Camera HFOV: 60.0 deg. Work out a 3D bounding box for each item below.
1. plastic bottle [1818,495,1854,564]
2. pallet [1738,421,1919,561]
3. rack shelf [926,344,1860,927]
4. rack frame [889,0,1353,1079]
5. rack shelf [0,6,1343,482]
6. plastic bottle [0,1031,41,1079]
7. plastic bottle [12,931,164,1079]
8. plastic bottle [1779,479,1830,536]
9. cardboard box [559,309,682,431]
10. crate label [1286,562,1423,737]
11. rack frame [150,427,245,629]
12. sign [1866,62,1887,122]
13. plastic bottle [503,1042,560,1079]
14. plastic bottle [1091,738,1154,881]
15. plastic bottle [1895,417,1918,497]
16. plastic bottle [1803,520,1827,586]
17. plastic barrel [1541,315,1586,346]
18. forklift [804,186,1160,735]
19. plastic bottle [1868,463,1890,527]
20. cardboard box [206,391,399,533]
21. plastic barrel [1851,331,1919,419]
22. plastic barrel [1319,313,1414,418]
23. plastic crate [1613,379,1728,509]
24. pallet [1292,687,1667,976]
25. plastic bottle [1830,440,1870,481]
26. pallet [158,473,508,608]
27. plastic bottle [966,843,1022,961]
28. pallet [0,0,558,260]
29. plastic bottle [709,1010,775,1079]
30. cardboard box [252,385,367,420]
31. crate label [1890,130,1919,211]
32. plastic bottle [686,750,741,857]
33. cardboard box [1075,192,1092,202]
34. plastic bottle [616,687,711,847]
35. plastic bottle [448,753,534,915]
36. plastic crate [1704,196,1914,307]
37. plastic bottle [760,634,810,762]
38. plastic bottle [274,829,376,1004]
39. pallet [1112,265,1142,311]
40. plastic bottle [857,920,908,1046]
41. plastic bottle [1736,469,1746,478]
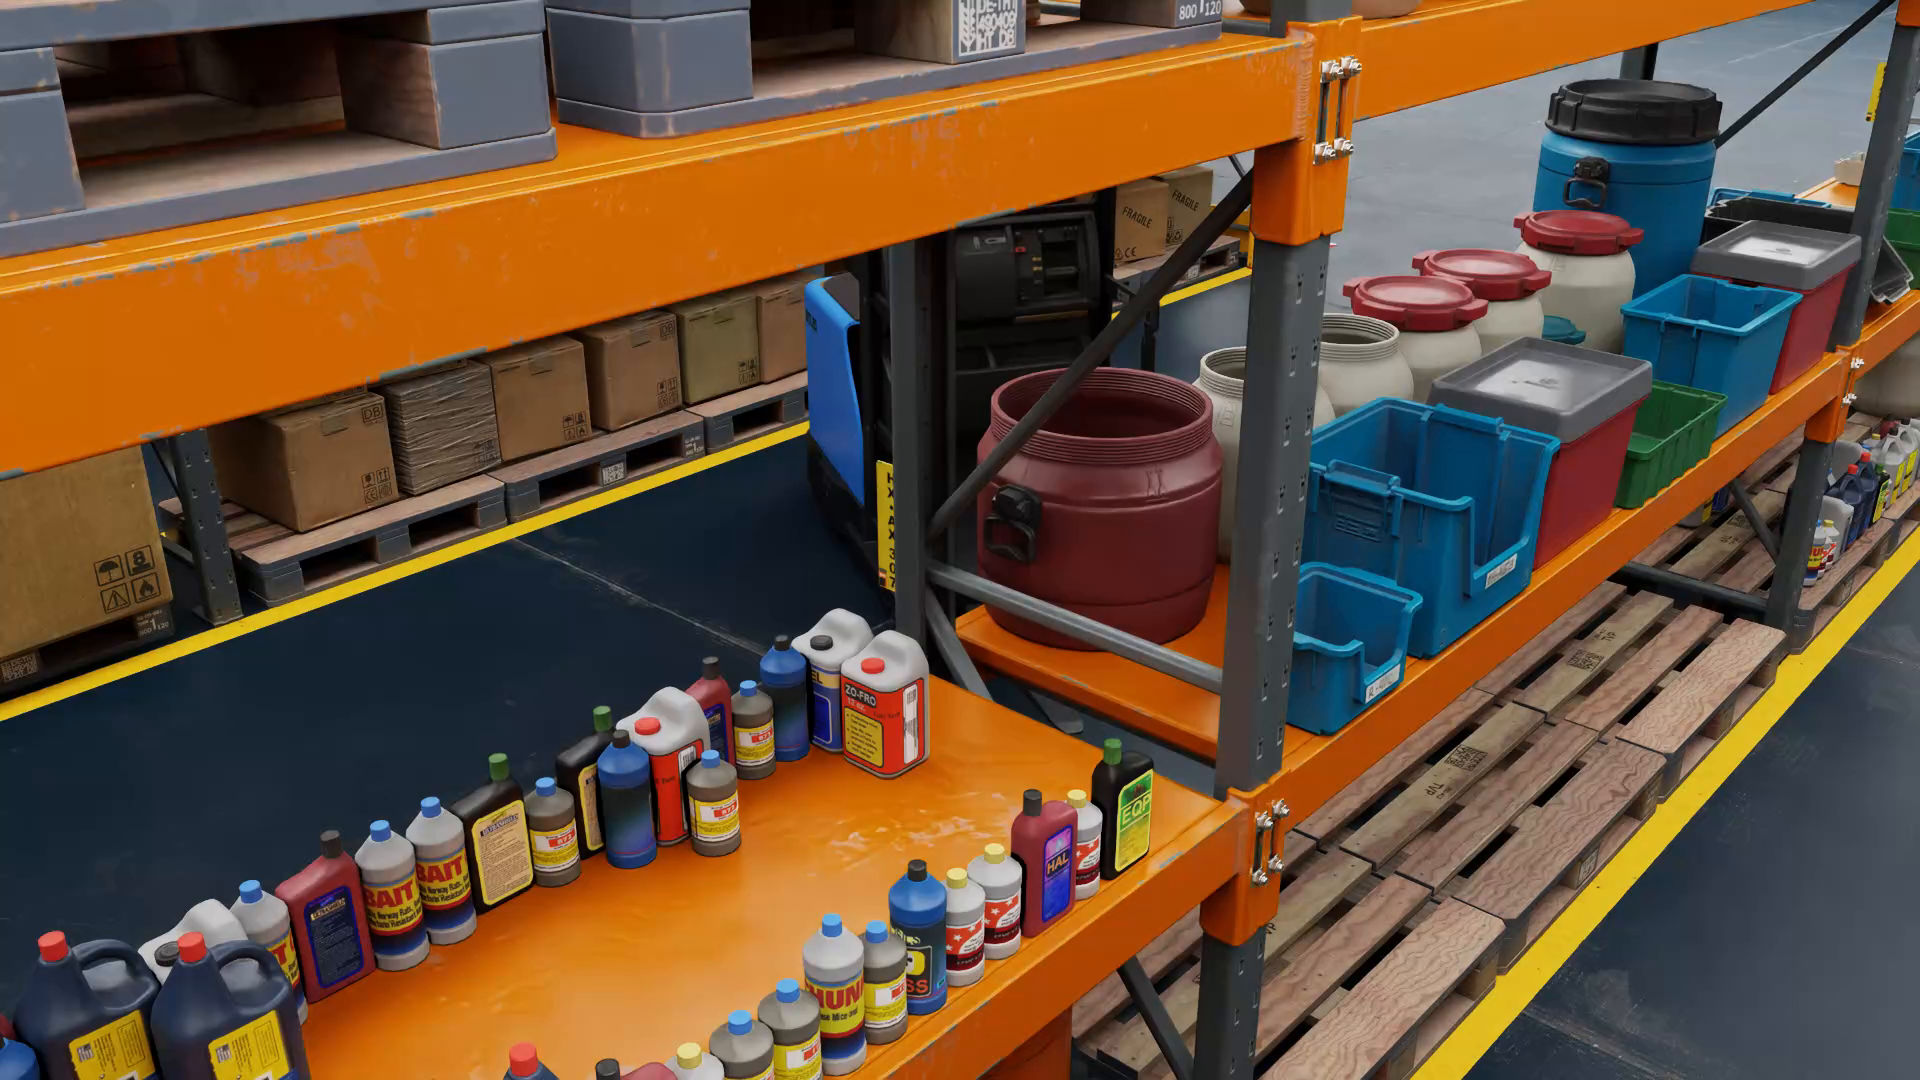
[{"bbox_3d":[3.661,-0.063,7.016,0.152,0.276,0.135,22,32,39],"label":"plastic bottle"},{"bbox_3d":[4.220,-0.316,8.197,1.003,0.211,1.213,20,31,38],"label":"pallet"},{"bbox_3d":[1.592,-0.084,5.151,1.077,0.370,4.000,20,31,38],"label":"rack shelf"},{"bbox_3d":[0.257,0.197,3.644,1.000,3.000,0.127,20,31,38],"label":"rack frame"},{"bbox_3d":[-1.078,-0.234,1.819,1.077,0.370,4.000,20,31,38],"label":"rack shelf"},{"bbox_3d":[-1.374,0.823,2.406,0.097,0.271,0.097,0,24,0],"label":"plastic bottle"},{"bbox_3d":[-1.308,0.733,2.509,0.144,0.351,0.185,20,31,38],"label":"plastic bottle"},{"bbox_3d":[3.667,-0.186,7.198,0.144,0.351,0.185,20,31,38],"label":"plastic bottle"},{"bbox_3d":[-1.893,-0.942,8.703,0.700,0.500,0.500,17,29,33],"label":"cardboard box"},{"bbox_3d":[0.817,0.247,3.737,0.303,0.233,0.416,20,31,38],"label":"crate label"},{"bbox_3d":[-3.432,-1.155,6.661,1.000,3.000,0.127,20,31,38],"label":"rack frame"},{"bbox_3d":[5.189,-2.518,9.362,0.100,0.325,0.005,20,31,38],"label":"sign"},{"bbox_3d":[-0.596,0.845,2.260,0.144,0.351,0.185,20,31,38],"label":"plastic bottle"},{"bbox_3d":[0.305,0.490,3.133,0.061,0.283,0.133,20,31,38],"label":"plastic bottle"},{"bbox_3d":[4.308,-0.390,7.654,0.144,0.351,0.185,22,32,40],"label":"plastic bottle"},{"bbox_3d":[3.466,0.045,6.780,0.097,0.271,0.097,0,24,0],"label":"plastic bottle"},{"bbox_3d":[1.929,-0.597,5.585,0.301,0.262,0.301,0,24,0],"label":"plastic barrel"},{"bbox_3d":[0.200,-1.096,6.612,1.130,2.935,3.031,-8,25,-17],"label":"forklift"},{"bbox_3d":[4.041,-0.212,7.339,0.061,0.283,0.133,22,32,40],"label":"plastic bottle"},{"bbox_3d":[-2.999,-0.425,7.549,0.700,0.500,0.500,18,30,35],"label":"cardboard box"},{"bbox_3d":[4.879,-0.923,8.669,0.421,0.512,0.421,0,24,0],"label":"plastic barrel"},{"bbox_3d":[1.065,-0.354,4.737,0.421,0.512,0.421,0,24,0],"label":"plastic barrel"},{"bbox_3d":[1.974,-0.317,5.050,0.450,0.188,0.662,20,31,38],"label":"plastic crate"},{"bbox_3d":[1.617,0.874,5.543,1.003,0.211,1.213,20,31,38],"label":"pallet"},{"bbox_3d":[4.057,-0.332,7.616,0.152,0.276,0.135,20,31,38],"label":"plastic bottle"},{"bbox_3d":[-2.909,-0.121,7.761,1.003,0.211,1.213,20,31,38],"label":"pallet"},{"bbox_3d":[0.060,0.628,2.926,0.097,0.201,0.097,0,24,0],"label":"plastic bottle"},{"bbox_3d":[-1.208,-0.479,1.716,1.003,0.211,1.213,20,31,38],"label":"pallet"},{"bbox_3d":[-0.330,0.806,2.529,0.097,0.201,0.097,0,24,0],"label":"plastic bottle"},{"bbox_3d":[-3.007,-0.770,7.402,0.500,0.250,0.500,22,32,40],"label":"cardboard box"},{"bbox_3d":[4.569,-1.622,7.658,0.502,0.435,0.616,20,31,38],"label":"crate label"},{"bbox_3d":[-0.476,0.501,3.210,0.097,0.201,0.097,0,24,0],"label":"plastic bottle"},{"bbox_3d":[0.673,-2.081,11.267,0.500,0.500,0.500,-21,31,-38],"label":"cardboard box"},{"bbox_3d":[-0.582,0.438,3.258,0.152,0.276,0.135,20,31,38],"label":"plastic bottle"},{"bbox_3d":[-0.859,0.533,3.037,0.061,0.283,0.133,20,31,38],"label":"plastic bottle"},{"bbox_3d":[3.371,-1.118,6.653,0.767,0.338,0.504,20,31,38],"label":"plastic crate"},{"bbox_3d":[-0.370,0.327,3.511,0.097,0.271,0.097,0,24,0],"label":"plastic bottle"},{"bbox_3d":[-1.078,0.633,2.814,0.061,0.283,0.133,20,31,38],"label":"plastic bottle"},{"bbox_3d":[0.474,-1.689,11.260,1.003,0.211,1.213,20,31,38],"label":"pallet"},{"bbox_3d":[-0.135,0.717,2.728,0.097,0.201,0.097,0,24,0],"label":"plastic bottle"},{"bbox_3d":[3.676,-0.434,7.835,0.061,0.283,0.133,20,31,38],"label":"plastic bottle"}]
